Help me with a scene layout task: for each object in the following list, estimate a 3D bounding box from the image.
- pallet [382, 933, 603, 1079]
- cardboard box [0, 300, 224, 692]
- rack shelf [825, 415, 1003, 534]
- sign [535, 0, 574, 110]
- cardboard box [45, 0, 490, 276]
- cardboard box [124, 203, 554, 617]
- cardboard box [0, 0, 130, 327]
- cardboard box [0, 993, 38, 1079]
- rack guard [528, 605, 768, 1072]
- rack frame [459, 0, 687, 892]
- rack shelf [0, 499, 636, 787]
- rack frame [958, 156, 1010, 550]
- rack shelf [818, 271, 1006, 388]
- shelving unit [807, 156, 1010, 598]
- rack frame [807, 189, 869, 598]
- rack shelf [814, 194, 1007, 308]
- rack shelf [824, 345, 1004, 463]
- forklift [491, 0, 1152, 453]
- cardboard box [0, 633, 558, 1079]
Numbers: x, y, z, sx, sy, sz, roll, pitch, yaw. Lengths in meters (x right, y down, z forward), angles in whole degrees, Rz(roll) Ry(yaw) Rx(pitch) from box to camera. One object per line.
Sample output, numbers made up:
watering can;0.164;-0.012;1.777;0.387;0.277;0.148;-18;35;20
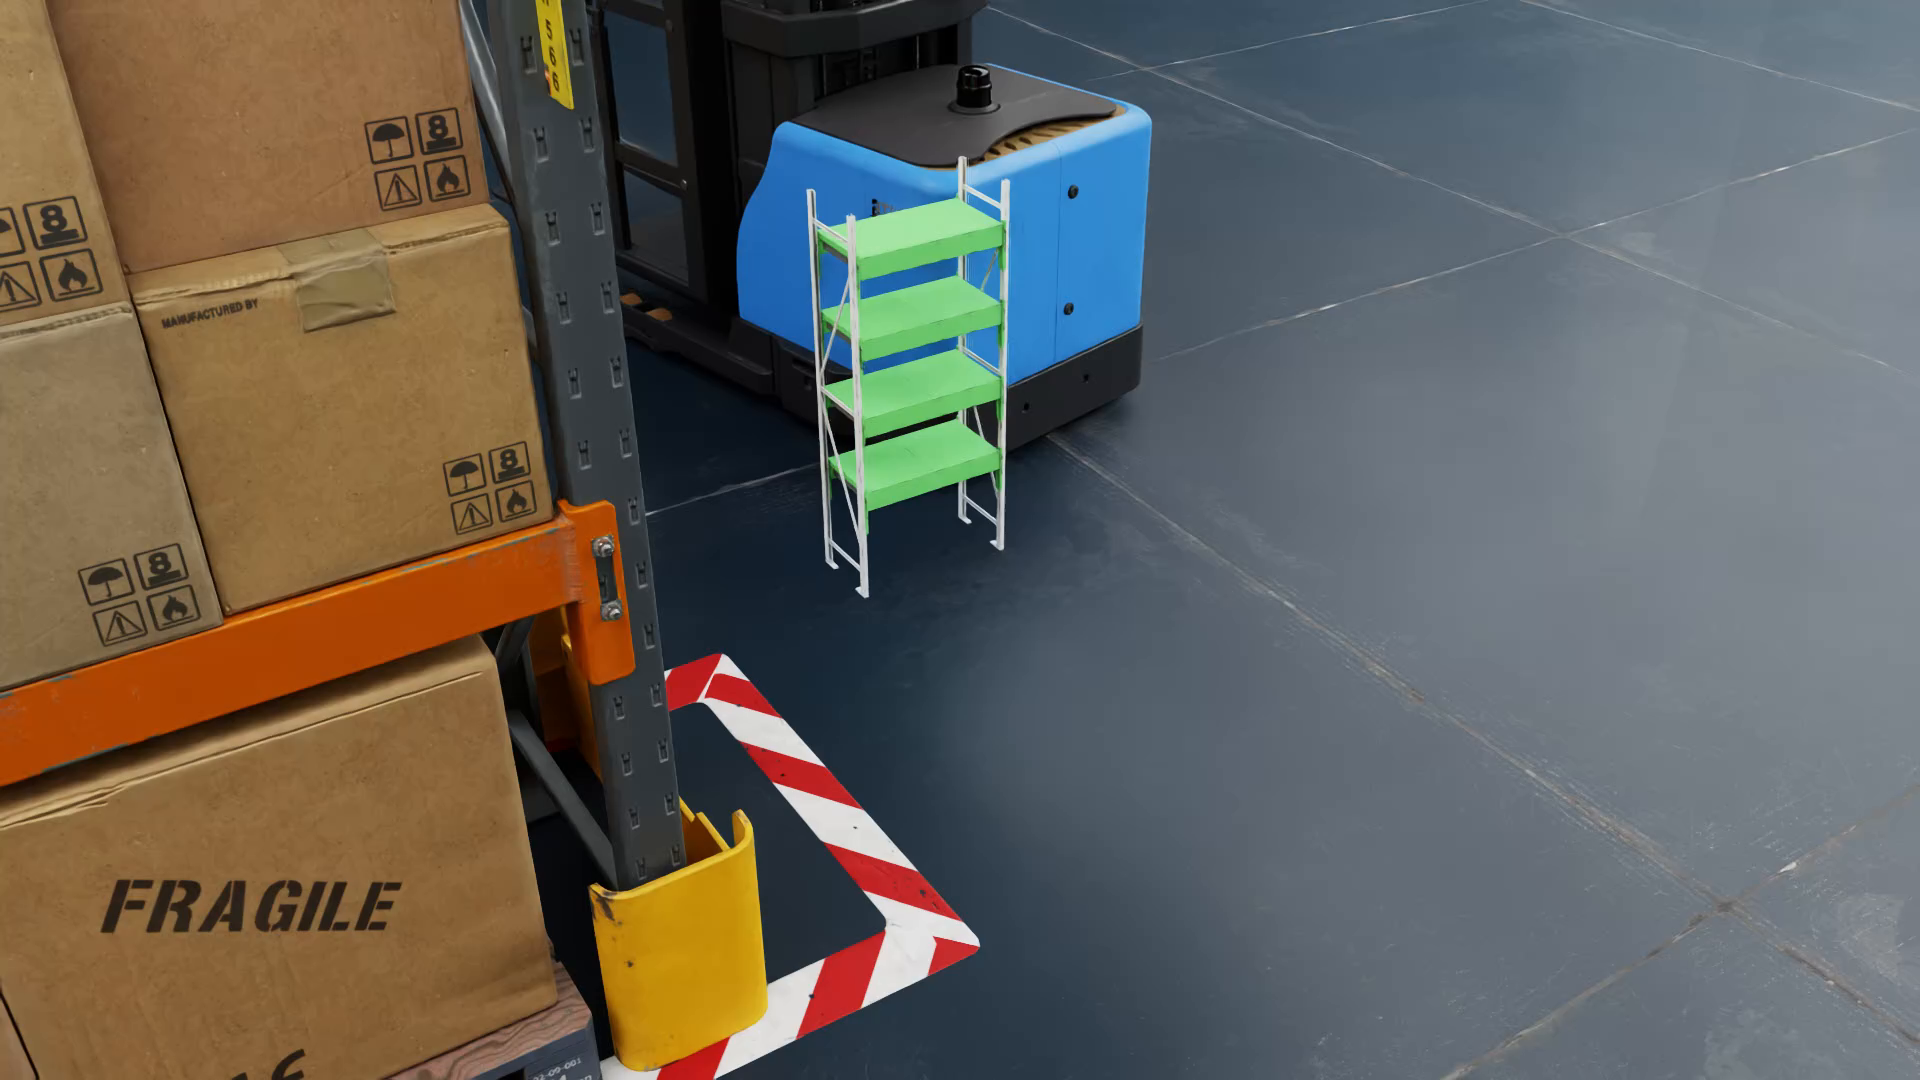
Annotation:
pallet;-1.505;1.000;3.467;1.213;0.211;1.003;-19;37;-27
cardboard box;-1.614;-0.213;2.635;0.550;0.550;0.875;-19;37;-27
rack shelf;-0.139;-0.203;5.016;0.480;0.148;0.258;-19;37;-27
sign;-0.593;-0.788;2.381;0.005;0.325;0.100;-19;37;-27
cardboard box;-1.209;-0.876;2.674;0.550;0.550;0.875;-19;37;-27
cardboard box;-1.163;-0.381;2.902;0.550;0.550;0.875;-19;37;-27
cardboard box;-1.621;-0.675;2.357;0.550;0.550;0.875;-19;37;-27
cardboard box;-2.148;0.756;2.837;0.875;0.875;0.875;-20;37;-28
rack guard;-0.856;0.605;3.823;0.348;0.500;1.175;-19;37;-27
rack frame;-0.876;-0.446;3.145;0.127;3.000;1.000;-19;37;-27
rack shelf;-2.557;0.437;2.420;4.000;0.370;1.077;-19;37;-27
rack frame;0.066;-0.530;4.966;0.015;1.200;0.240;-19;37;-27
rack shelf;-0.139;-0.609;4.760;0.480;0.148;0.258;-19;37;-27
shelving unit;-0.139;-0.460;4.854;0.503;1.200;0.258;-19;37;-27
rack frame;-0.344;-0.389;4.742;0.015;1.200;0.240;-19;37;-27
rack shelf;-0.139;-0.812;4.632;0.480;0.148;0.258;-19;37;-27
rack shelf;-0.139;-0.406;4.888;0.480;0.148;0.258;-19;37;-27
forklift;-0.743;-2.134;5.886;1.130;2.935;3.031;-28;42;-37
cardboard box;-1.410;0.501;3.242;0.875;0.875;0.875;-19;37;-27
